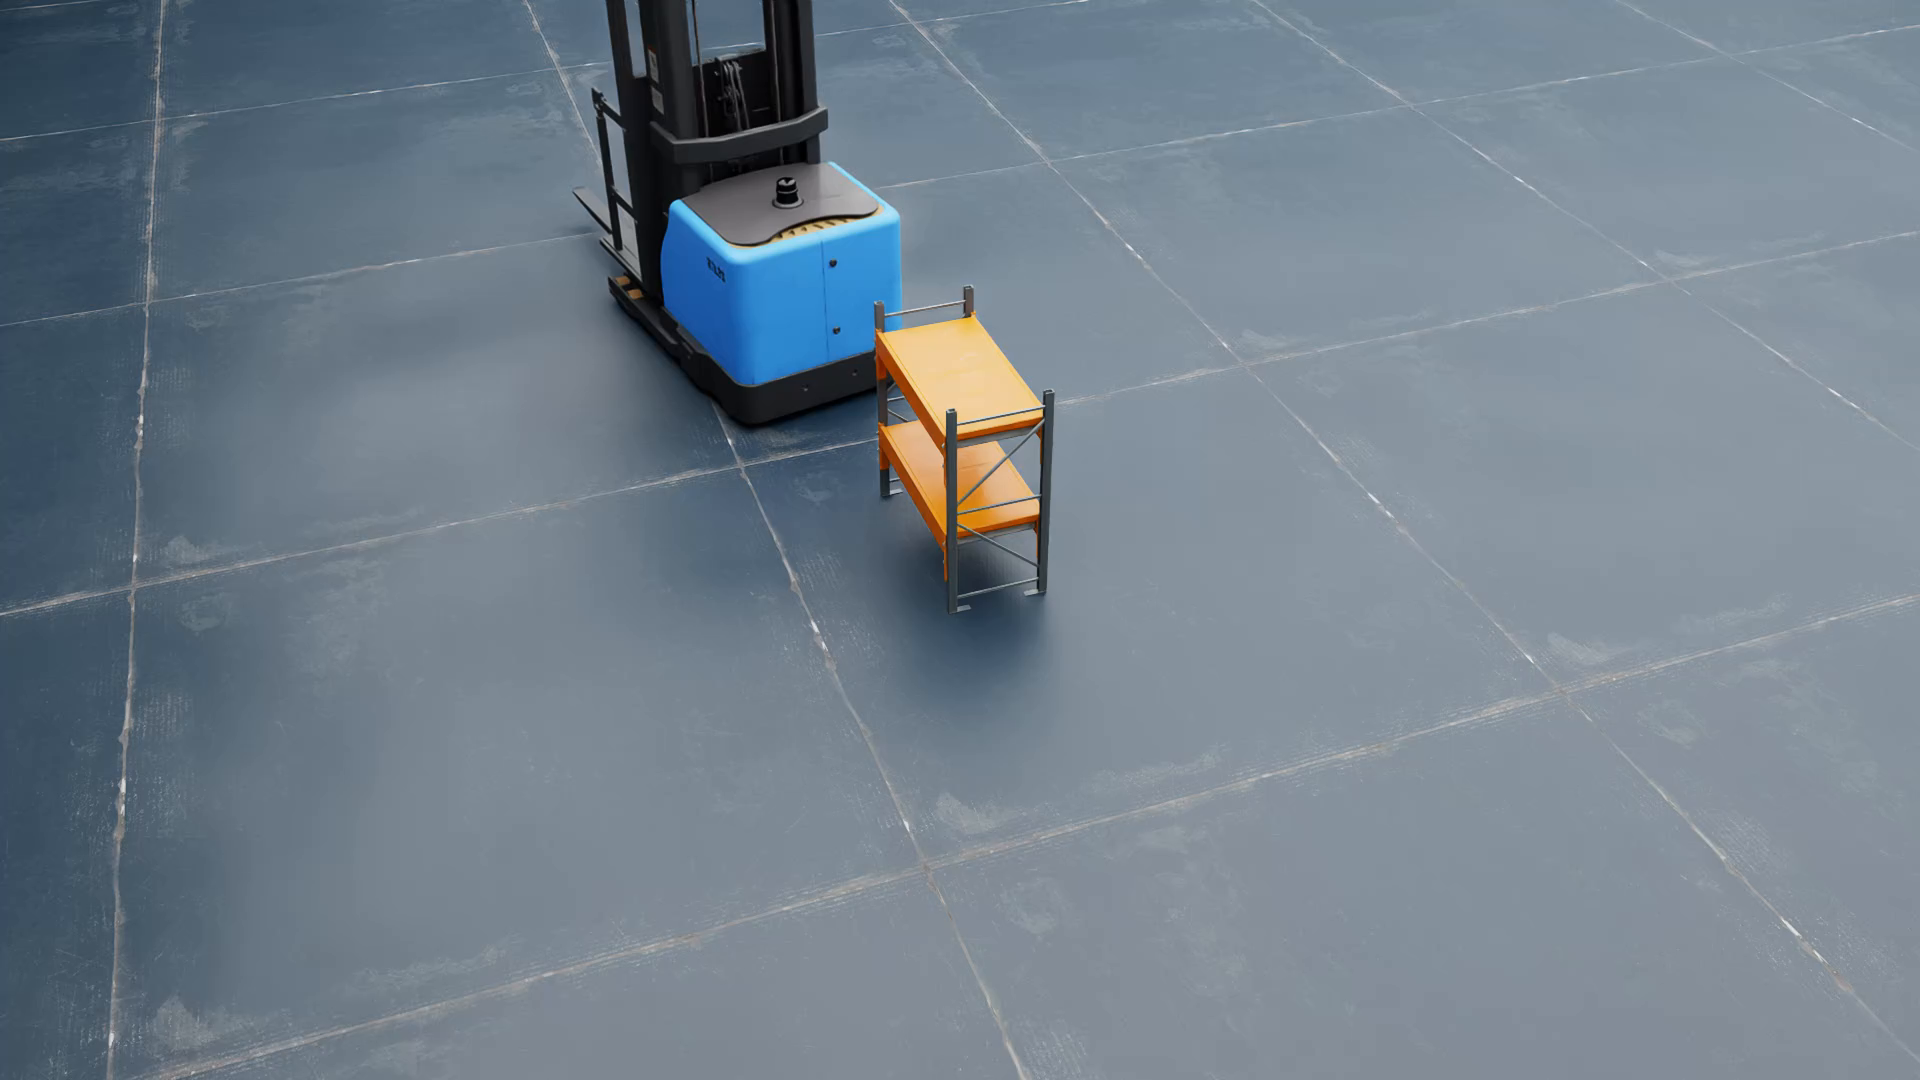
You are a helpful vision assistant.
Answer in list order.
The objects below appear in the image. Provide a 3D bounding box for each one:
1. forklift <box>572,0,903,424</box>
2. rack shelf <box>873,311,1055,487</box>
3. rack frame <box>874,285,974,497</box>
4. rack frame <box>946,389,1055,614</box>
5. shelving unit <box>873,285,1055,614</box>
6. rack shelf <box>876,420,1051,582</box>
[{"bbox_3d":[-1.502,-2.661,9.408,1.130,2.935,3.031,-20,41,-25],"label":"forklift"},{"bbox_3d":[0.002,-0.679,7.791,0.538,0.278,1.000,-12,39,-16],"label":"rack shelf"},{"bbox_3d":[-0.173,-0.733,8.348,0.500,1.125,0.032,-12,39,-16],"label":"rack frame"},{"bbox_3d":[0.177,-0.158,7.586,0.500,1.125,0.032,-12,39,-16],"label":"rack frame"},{"bbox_3d":[0.002,-0.445,7.967,0.538,1.125,1.048,-12,39,-16],"label":"shelving unit"},{"bbox_3d":[0.002,-0.250,8.114,0.538,0.278,1.000,-12,39,-16],"label":"rack shelf"}]
